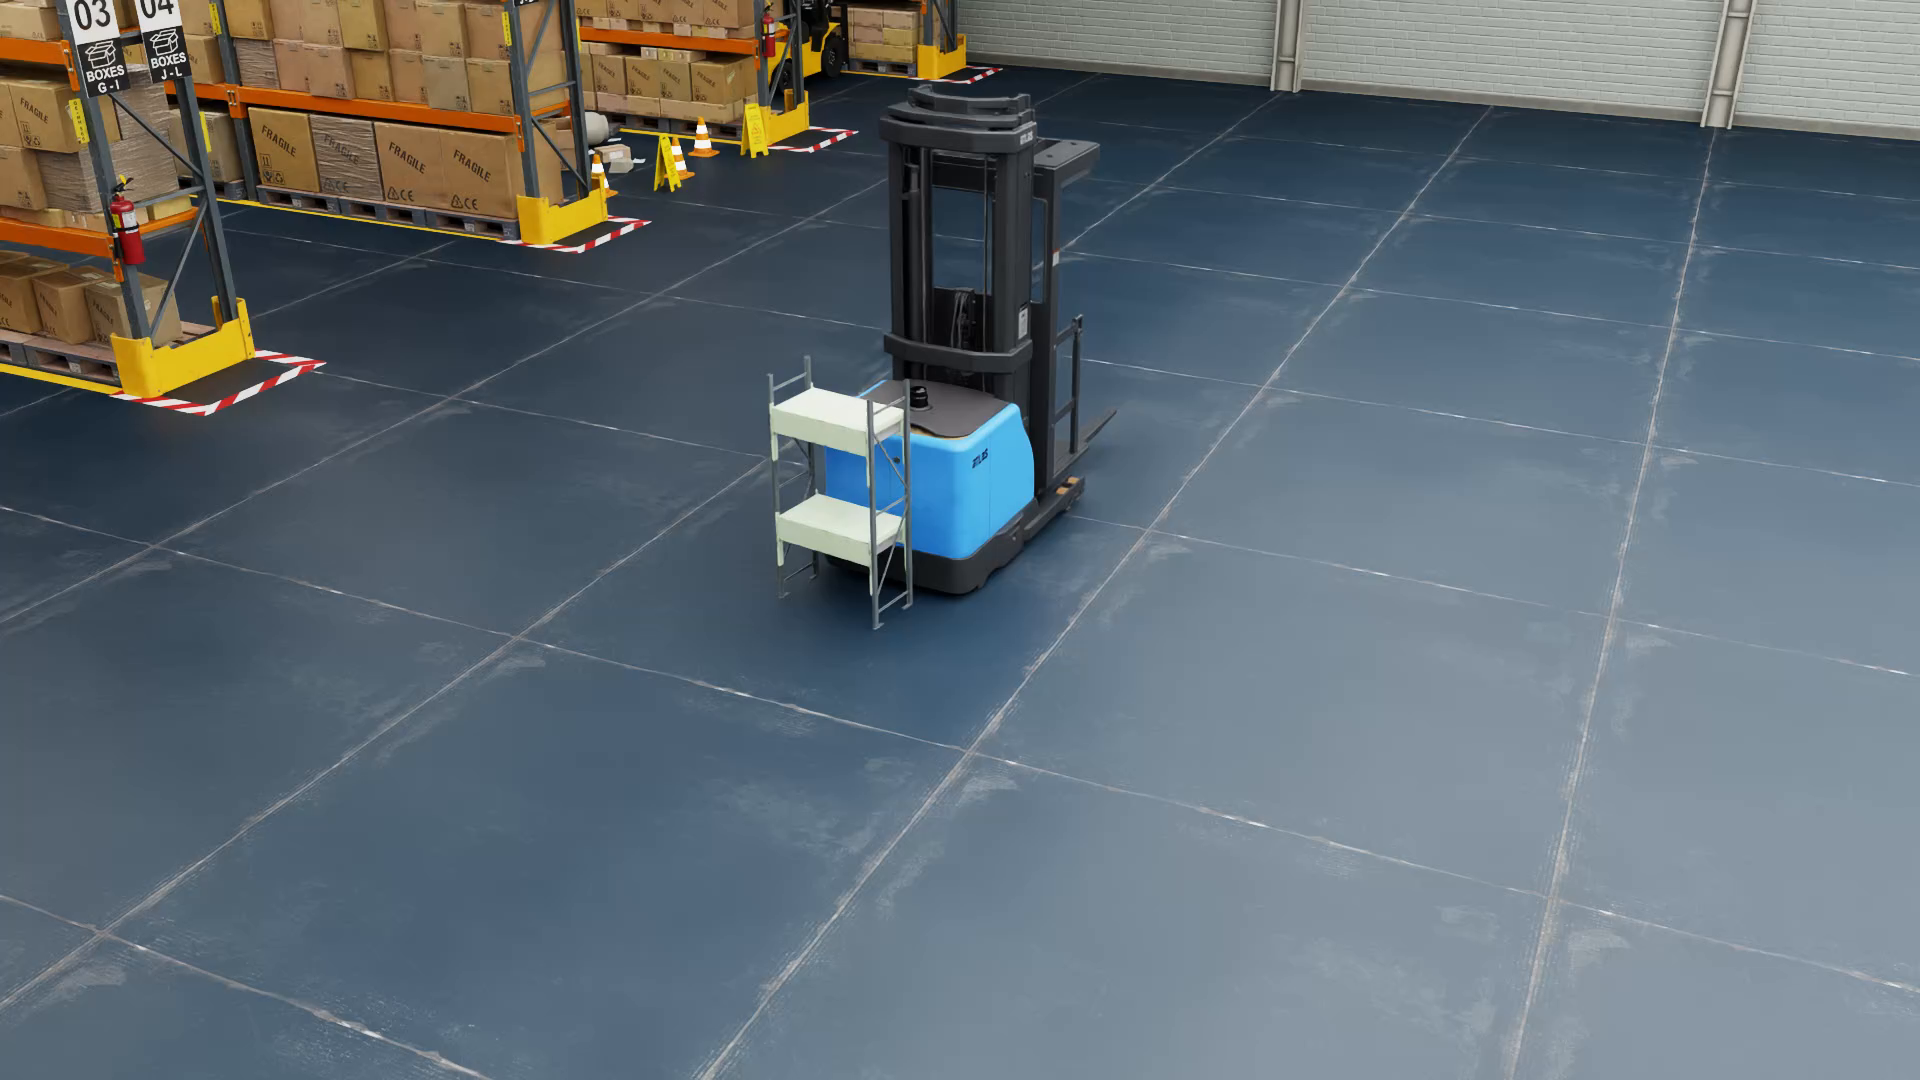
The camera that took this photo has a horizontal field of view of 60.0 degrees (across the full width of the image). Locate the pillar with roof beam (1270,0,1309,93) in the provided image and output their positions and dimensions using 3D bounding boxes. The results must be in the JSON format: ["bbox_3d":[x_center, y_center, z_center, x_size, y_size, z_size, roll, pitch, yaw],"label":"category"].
[{"bbox_3d":[3.114,-9.081,19.507,0.400,9.000,9.100,11,28,22],"label":"pillar with roof beam"}]

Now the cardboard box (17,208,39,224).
[{"bbox_3d":[-7.501,-2.726,13.676,0.250,0.149,0.380,11,28,22],"label":"cardboard box"}]

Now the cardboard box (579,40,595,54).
[{"bbox_3d":[-5.015,-6.688,22.493,0.250,0.149,0.380,13,29,24],"label":"cardboard box"}]

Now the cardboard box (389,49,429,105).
[{"bbox_3d":[-5.637,-5.084,18.011,0.550,0.550,0.875,11,28,22],"label":"cardboard box"}]

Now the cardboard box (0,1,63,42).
[{"bbox_3d":[-7.002,-4.011,12.775,0.500,0.250,0.500,12,29,23],"label":"cardboard box"}]

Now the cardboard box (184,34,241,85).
[{"bbox_3d":[-8.540,-5.487,18.885,0.500,0.500,0.500,11,28,21],"label":"cardboard box"}]

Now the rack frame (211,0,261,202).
[{"bbox_3d":[-7.954,-5.454,18.932,0.127,3.000,1.000,11,28,22],"label":"rack frame"}]

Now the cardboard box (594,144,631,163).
[{"bbox_3d":[-4.385,-4.880,20.993,0.380,0.149,0.250,-18,31,-31],"label":"cardboard box"}]

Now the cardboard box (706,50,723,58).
[{"bbox_3d":[-3.476,-6.379,22.600,0.500,0.500,0.500,10,28,20],"label":"cardboard box"}]

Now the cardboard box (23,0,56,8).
[{"bbox_3d":[-6.840,-4.129,12.564,0.250,0.149,0.380,11,28,22],"label":"cardboard box"}]

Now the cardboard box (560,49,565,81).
[{"bbox_3d":[-5.572,-6.538,22.921,0.500,0.500,0.500,13,29,24],"label":"cardboard box"}]

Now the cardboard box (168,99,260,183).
[{"bbox_3d":[-8.557,-4.710,19.493,0.750,0.750,1.050,11,28,22],"label":"cardboard box"}]

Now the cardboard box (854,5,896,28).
[{"bbox_3d":[-1.320,-8.181,25.977,0.500,0.250,0.500,12,29,23],"label":"cardboard box"}]

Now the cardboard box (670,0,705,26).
[{"bbox_3d":[-3.418,-6.992,21.605,0.500,0.500,0.500,11,28,22],"label":"cardboard box"}]

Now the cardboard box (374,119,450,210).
[{"bbox_3d":[-5.760,-4.215,18.346,0.875,0.875,0.875,11,28,21],"label":"cardboard box"}]

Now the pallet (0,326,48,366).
[{"bbox_3d":[-8.359,-1.896,14.862,1.213,0.211,1.003,11,28,22],"label":"pallet"}]

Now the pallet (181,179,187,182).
[{"bbox_3d":[-9.803,-4.536,20.225,1.213,0.211,1.003,11,28,22],"label":"pallet"}]

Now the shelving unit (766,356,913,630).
[{"bbox_3d":[-0.722,-0.287,10.135,0.755,1.500,0.431,16,30,29],"label":"shelving unit"}]

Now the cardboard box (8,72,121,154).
[{"bbox_3d":[-7.061,-3.375,13.127,0.500,0.500,0.500,11,28,22],"label":"cardboard box"}]

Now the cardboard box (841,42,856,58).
[{"bbox_3d":[-1.764,-7.832,26.398,0.500,0.250,0.500,12,29,22],"label":"cardboard box"}]

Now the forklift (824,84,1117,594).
[{"bbox_3d":[0.238,-1.599,11.180,1.130,2.935,3.031,12,29,24],"label":"forklift"}]

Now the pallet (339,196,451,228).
[{"bbox_3d":[-6.180,-3.810,18.750,1.213,0.211,1.003,11,28,22],"label":"pallet"}]

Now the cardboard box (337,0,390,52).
[{"bbox_3d":[-6.164,-5.623,17.883,0.500,0.550,0.875,11,28,22],"label":"cardboard box"}]

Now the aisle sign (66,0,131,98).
[{"bbox_3d":[-6.526,-3.781,12.591,0.004,0.787,0.394,11,28,22],"label":"aisle sign"}]

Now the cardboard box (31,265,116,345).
[{"bbox_3d":[-7.578,-2.030,14.332,0.500,0.500,0.500,20,33,35],"label":"cardboard box"}]

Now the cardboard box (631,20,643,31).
[{"bbox_3d":[-4.169,-6.888,22.130,0.250,0.149,0.380,11,28,22],"label":"cardboard box"}]

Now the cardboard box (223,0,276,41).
[{"bbox_3d":[-7.633,-5.925,18.495,0.550,0.550,0.875,11,28,22],"label":"cardboard box"}]

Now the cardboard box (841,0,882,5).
[{"bbox_3d":[-1.571,-8.481,26.586,0.500,0.250,0.500,11,28,21],"label":"cardboard box"}]

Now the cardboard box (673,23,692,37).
[{"bbox_3d":[-3.533,-6.693,21.733,0.250,0.149,0.380,12,29,23],"label":"cardboard box"}]

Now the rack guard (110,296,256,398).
[{"bbox_3d":[-6.528,-1.639,14.014,0.348,0.500,1.175,11,28,22],"label":"rack guard"}]

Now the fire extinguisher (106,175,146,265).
[{"bbox_3d":[-6.545,-2.506,13.031,0.183,0.674,0.296,11,28,22],"label":"fire extinguisher"}]

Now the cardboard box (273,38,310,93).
[{"bbox_3d":[-7.104,-5.367,18.586,0.550,0.550,0.875,11,28,22],"label":"cardboard box"}]

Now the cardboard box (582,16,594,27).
[{"bbox_3d":[-4.871,-7.007,22.370,0.250,0.149,0.380,11,28,22],"label":"cardboard box"}]

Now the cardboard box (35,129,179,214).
[{"bbox_3d":[-6.948,-3.037,13.572,0.500,0.500,0.875,11,28,22],"label":"cardboard box"}]

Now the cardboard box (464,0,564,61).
[{"bbox_3d":[-4.635,-5.358,17.344,0.550,0.550,0.875,11,28,22],"label":"cardboard box"}]

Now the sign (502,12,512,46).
[{"bbox_3d":[-4.550,-5.133,16.700,0.005,0.325,0.100,11,28,22],"label":"sign"}]

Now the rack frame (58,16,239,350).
[{"bbox_3d":[-6.458,-2.747,13.433,0.127,3.000,1.000,11,28,22],"label":"rack frame"}]

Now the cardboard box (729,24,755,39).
[{"bbox_3d":[-2.785,-6.601,21.546,0.250,0.149,0.380,12,29,24],"label":"cardboard box"}]

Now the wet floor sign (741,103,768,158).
[{"bbox_3d":[-2.626,-5.210,21.102,0.232,0.644,0.267,23,35,39],"label":"wet floor sign"}]

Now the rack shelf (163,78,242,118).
[{"bbox_3d":[-9.775,-5.497,19.834,4.000,0.370,1.077,11,28,22],"label":"rack shelf"}]

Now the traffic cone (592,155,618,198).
[{"bbox_3d":[-4.209,-4.253,19.364,0.334,0.463,0.336,11,28,22],"label":"traffic cone"}]

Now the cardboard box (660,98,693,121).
[{"bbox_3d":[-3.672,-5.824,22.320,0.500,0.250,0.500,11,28,22],"label":"cardboard box"}]

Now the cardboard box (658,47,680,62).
[{"bbox_3d":[-3.783,-6.443,21.994,0.250,0.149,0.380,12,29,23],"label":"cardboard box"}]

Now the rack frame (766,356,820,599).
[{"bbox_3d":[-1.030,-0.375,10.313,0.023,1.500,0.400,16,30,29],"label":"rack frame"}]

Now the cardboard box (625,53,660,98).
[{"bbox_3d":[-4.126,-6.254,22.344,0.500,0.500,0.500,11,28,21],"label":"cardboard box"}]

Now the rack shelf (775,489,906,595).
[{"bbox_3d":[-0.722,0.005,10.279,0.720,0.370,0.431,16,30,29],"label":"rack shelf"}]

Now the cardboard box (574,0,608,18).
[{"bbox_3d":[-4.794,-7.269,22.169,0.500,0.500,0.500,11,28,21],"label":"cardboard box"}]

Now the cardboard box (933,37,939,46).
[{"bbox_3d":[-0.671,-7.851,26.438,0.500,0.250,0.500,11,28,22],"label":"cardboard box"}]

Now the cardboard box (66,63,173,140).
[{"bbox_3d":[-6.846,-3.584,13.551,0.500,0.500,0.500,11,28,22],"label":"cardboard box"}]

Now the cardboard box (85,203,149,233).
[{"bbox_3d":[-6.803,-2.603,13.426,0.250,0.149,0.380,11,28,22],"label":"cardboard box"}]

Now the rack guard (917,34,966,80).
[{"bbox_3d":[-0.283,-7.602,26.125,0.348,0.500,1.175,11,28,22],"label":"rack guard"}]

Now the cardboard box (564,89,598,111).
[{"bbox_3d":[-5.081,-6.108,22.898,0.500,0.250,0.500,13,29,25],"label":"cardboard box"}]

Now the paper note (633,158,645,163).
[{"bbox_3d":[-4.041,-4.772,20.908,0.142,0.019,0.148,2,26,4],"label":"paper note"}]

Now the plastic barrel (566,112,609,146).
[{"bbox_3d":[-4.863,-5.345,21.626,0.512,0.421,0.421,-12,29,-23],"label":"plastic barrel"}]

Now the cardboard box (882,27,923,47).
[{"bbox_3d":[-0.877,-7.870,25.911,0.500,0.250,0.500,11,28,21],"label":"cardboard box"}]

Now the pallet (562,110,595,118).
[{"bbox_3d":[-5.371,-6.103,23.407,1.213,0.211,1.003,11,28,22],"label":"pallet"}]

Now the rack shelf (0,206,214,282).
[{"bbox_3d":[-8.279,-2.790,14.335,4.000,0.370,1.077,11,28,22],"label":"rack shelf"}]
